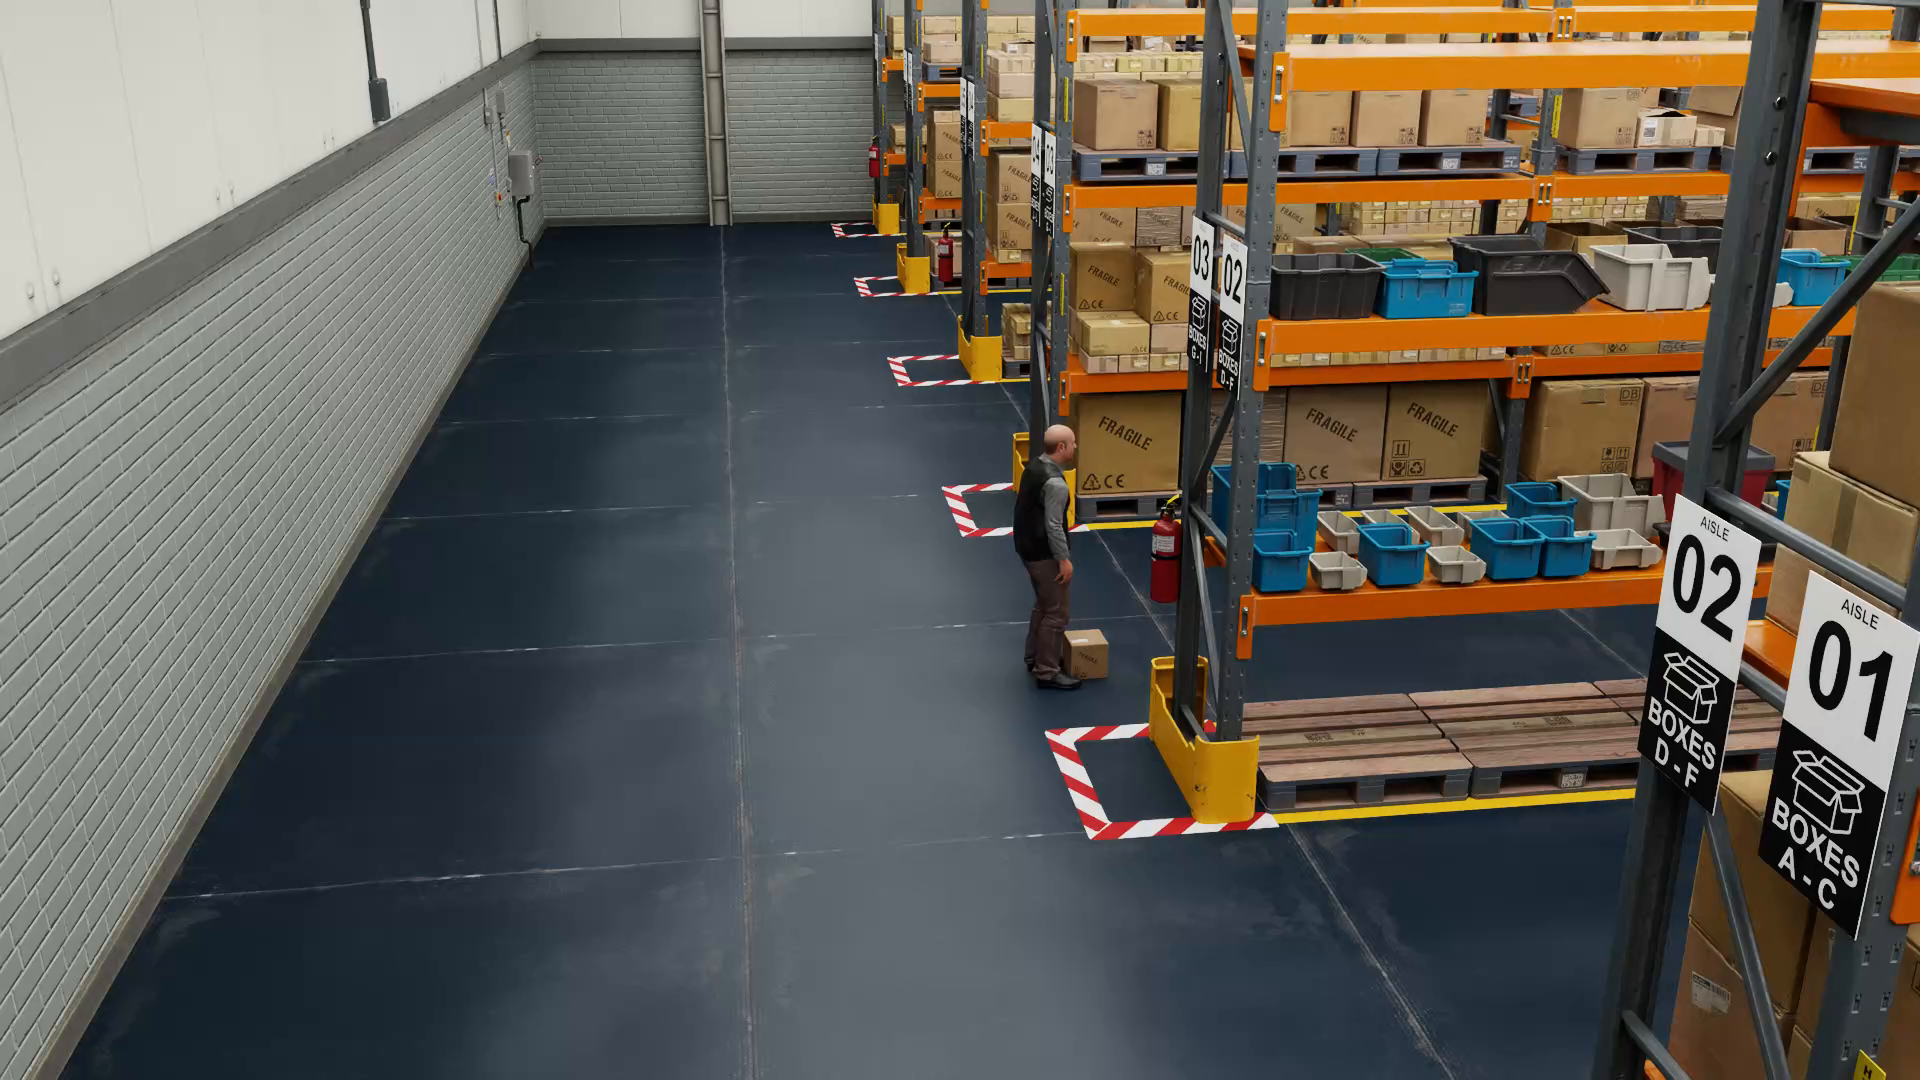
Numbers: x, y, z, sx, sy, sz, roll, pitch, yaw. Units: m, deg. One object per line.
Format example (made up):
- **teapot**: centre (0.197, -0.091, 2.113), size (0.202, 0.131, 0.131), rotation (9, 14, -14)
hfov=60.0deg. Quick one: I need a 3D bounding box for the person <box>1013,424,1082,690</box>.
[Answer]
- **person**: centre (0.560, 0.089, 10.861), size (0.414, 1.722, 0.594), rotation (-4, 20, -11)
